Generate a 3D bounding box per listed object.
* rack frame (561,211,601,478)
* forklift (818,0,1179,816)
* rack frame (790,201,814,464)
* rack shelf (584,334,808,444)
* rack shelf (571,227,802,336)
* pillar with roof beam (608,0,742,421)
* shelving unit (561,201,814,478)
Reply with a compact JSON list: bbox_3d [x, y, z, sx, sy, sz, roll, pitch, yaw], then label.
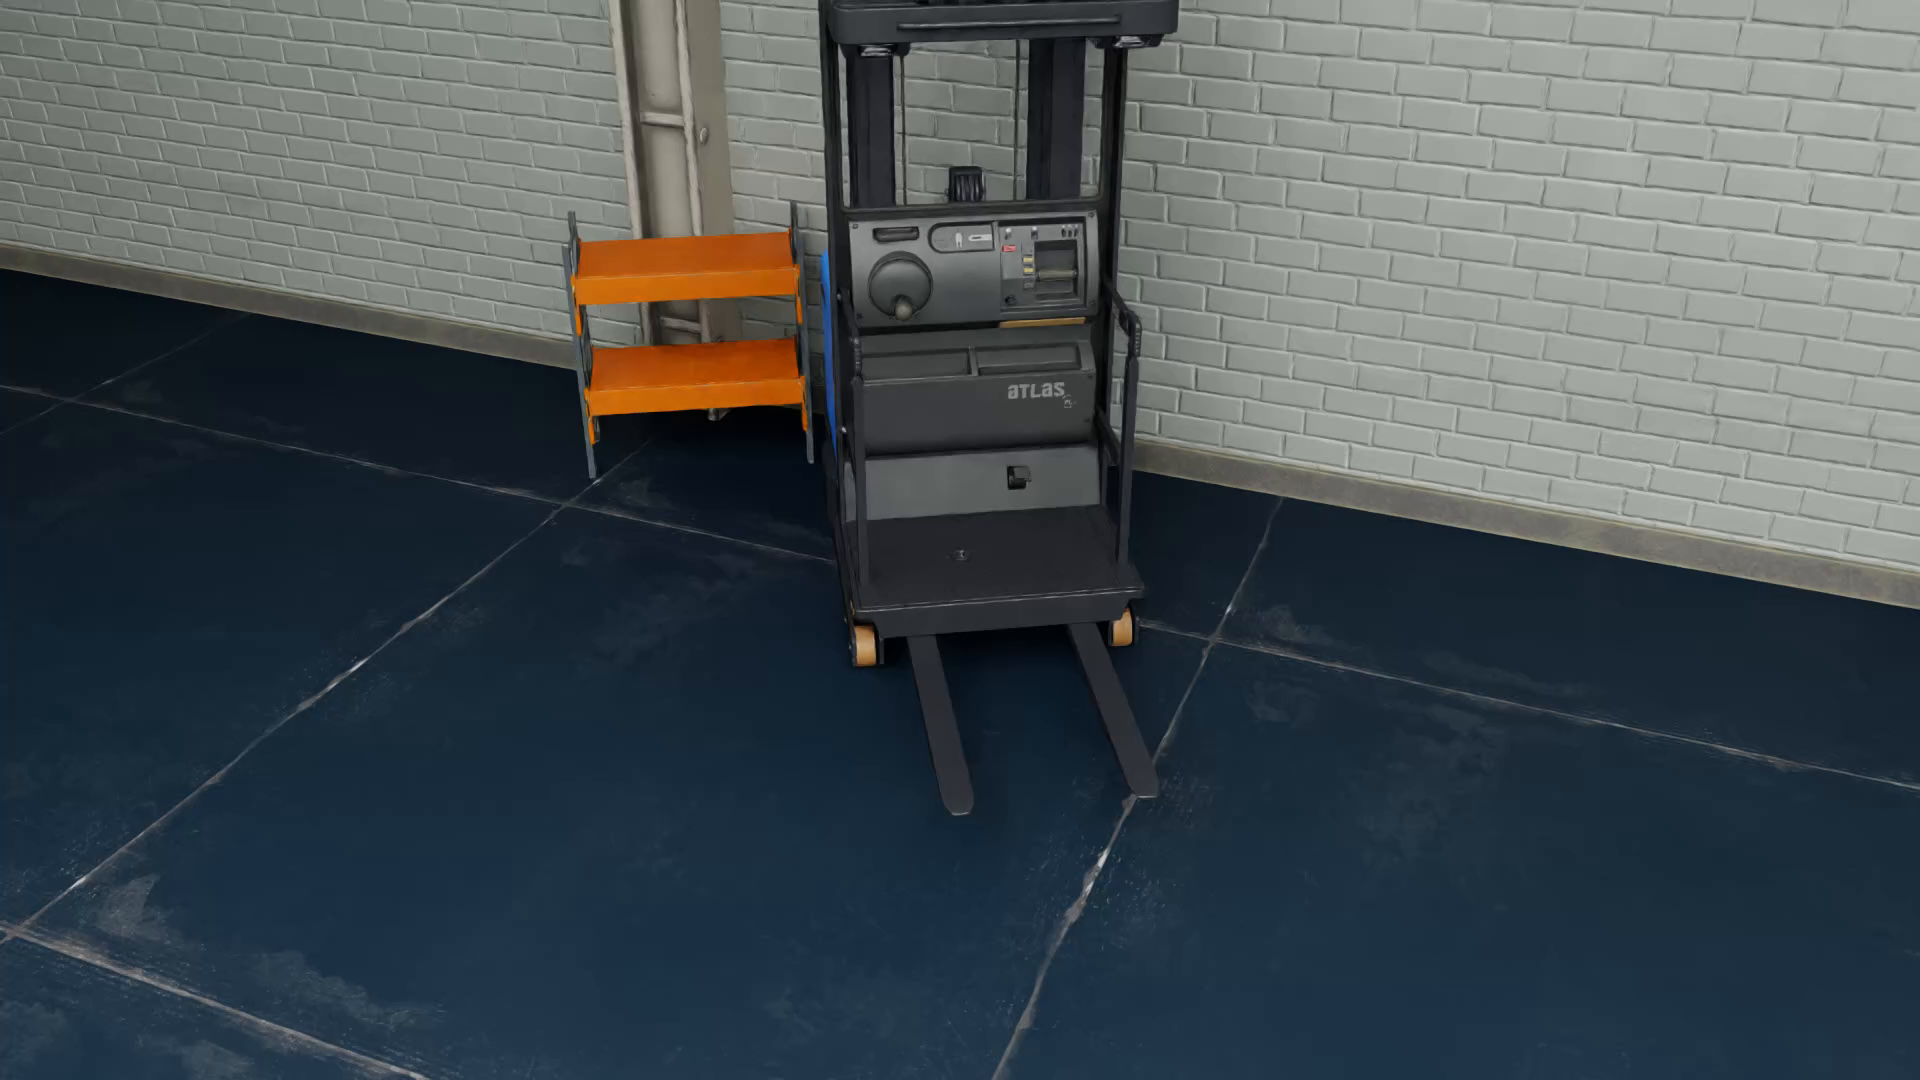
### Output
[{"bbox_3d":[-1.749,-0.901,7.700,0.032,1.125,0.500,-4,30,-7],"label":"rack frame"},{"bbox_3d":[0.089,-0.973,5.992,1.130,2.935,3.031,-4,30,-7],"label":"forklift"},{"bbox_3d":[-0.743,-0.974,7.829,0.032,1.125,0.500,-4,30,-7],"label":"rack frame"},{"bbox_3d":[-1.246,-0.724,7.885,1.000,0.278,0.538,-4,30,-7],"label":"rack shelf"},{"bbox_3d":[-1.246,-1.192,7.621,1.000,0.278,0.538,-4,30,-7],"label":"rack shelf"},{"bbox_3d":[-2.956,-2.654,2.800,0.400,9.000,9.100,11,31,19],"label":"pillar with roof beam"},{"bbox_3d":[-1.246,-0.937,7.765,1.048,1.125,0.538,-4,30,-7],"label":"shelving unit"}]
